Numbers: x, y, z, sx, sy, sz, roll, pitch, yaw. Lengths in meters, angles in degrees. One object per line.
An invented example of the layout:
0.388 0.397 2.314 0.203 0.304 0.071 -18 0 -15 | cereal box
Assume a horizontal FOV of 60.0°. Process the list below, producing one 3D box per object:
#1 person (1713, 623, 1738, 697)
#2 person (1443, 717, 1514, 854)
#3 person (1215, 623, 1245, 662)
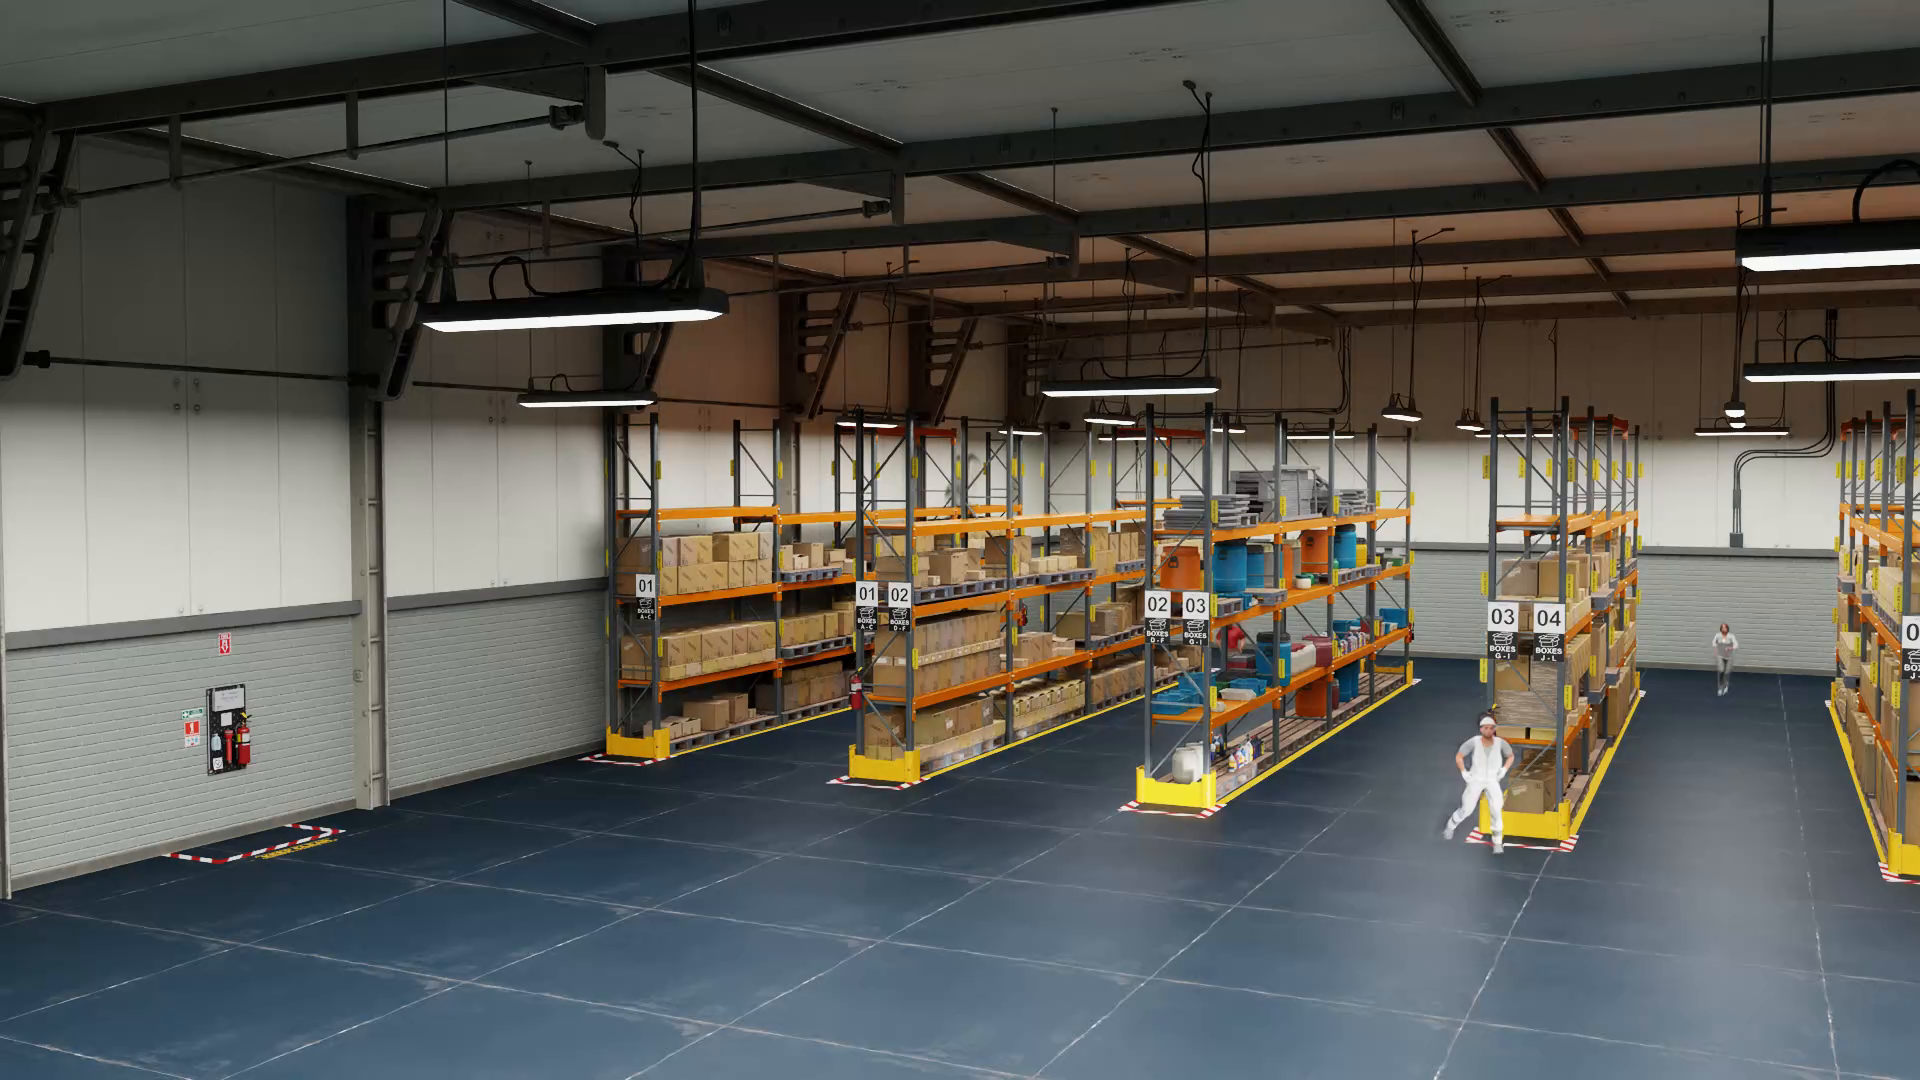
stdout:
16.980 2.655 36.893 0.517 1.633 0.699 1 3 26 | person
6.890 3.216 22.004 0.886 1.778 0.732 0 2 6 | person
6.124 2.581 37.790 0.664 1.685 0.599 1 3 19 | person
